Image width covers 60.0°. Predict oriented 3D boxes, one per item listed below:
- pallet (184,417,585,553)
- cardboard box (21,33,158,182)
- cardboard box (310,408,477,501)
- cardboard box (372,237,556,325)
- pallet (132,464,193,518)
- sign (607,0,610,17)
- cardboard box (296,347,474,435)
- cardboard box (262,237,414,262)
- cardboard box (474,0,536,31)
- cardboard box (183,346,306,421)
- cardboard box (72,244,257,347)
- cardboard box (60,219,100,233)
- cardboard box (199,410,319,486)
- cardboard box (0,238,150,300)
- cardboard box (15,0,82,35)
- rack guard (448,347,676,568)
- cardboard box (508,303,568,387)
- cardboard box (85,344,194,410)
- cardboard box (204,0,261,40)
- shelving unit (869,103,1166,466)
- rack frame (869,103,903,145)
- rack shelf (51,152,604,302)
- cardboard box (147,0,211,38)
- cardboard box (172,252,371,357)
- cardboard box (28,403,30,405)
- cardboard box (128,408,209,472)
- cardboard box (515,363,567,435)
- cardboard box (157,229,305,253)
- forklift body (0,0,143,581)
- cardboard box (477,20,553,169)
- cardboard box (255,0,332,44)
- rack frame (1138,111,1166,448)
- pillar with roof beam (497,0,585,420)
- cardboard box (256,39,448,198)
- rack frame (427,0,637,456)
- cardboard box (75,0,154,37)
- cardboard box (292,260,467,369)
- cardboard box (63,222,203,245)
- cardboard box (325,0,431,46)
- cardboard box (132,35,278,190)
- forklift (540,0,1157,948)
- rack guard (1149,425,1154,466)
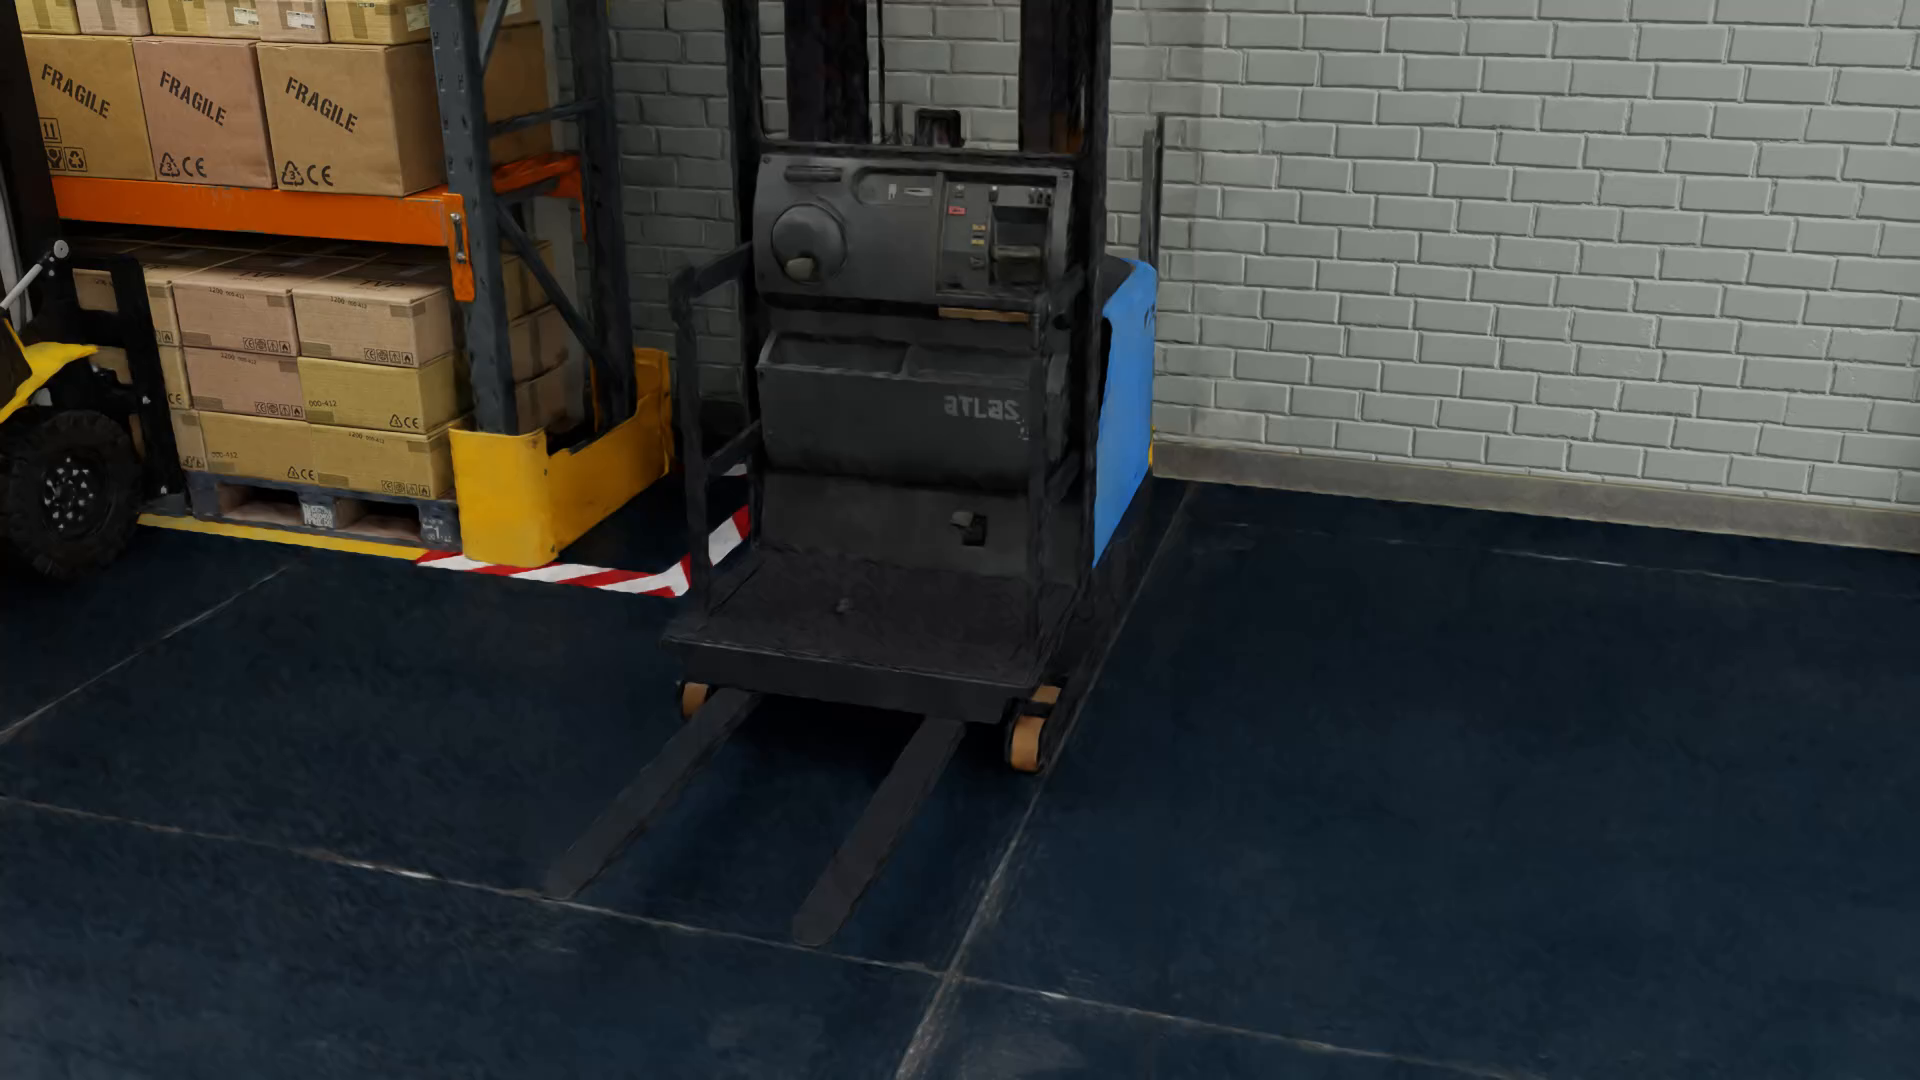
[{"bbox_3d":[-2.281,-0.294,6.708,1.213,0.211,1.003,7,23,16],"label":"pallet"},{"bbox_3d":[-3.069,-1.636,6.175,0.500,0.500,0.500,6,23,14],"label":"cardboard box"},{"bbox_3d":[-2.078,-0.374,6.299,0.500,0.250,0.500,7,23,16],"label":"cardboard box"},{"bbox_3d":[-1.942,-1.021,6.560,0.500,0.250,0.500,6,23,15],"label":"cardboard box"},{"bbox_3d":[-3.445,-0.428,7.036,1.213,0.211,1.003,7,23,15],"label":"pallet"},{"bbox_3d":[-1.371,-2.153,6.322,0.005,0.325,0.100,7,23,16],"label":"sign"},{"bbox_3d":[-2.093,-0.609,6.212,0.500,0.250,0.500,6,23,15],"label":"cardboard box"},{"bbox_3d":[-2.422,-1.075,6.690,0.500,0.250,0.500,7,23,16],"label":"cardboard box"},{"bbox_3d":[-1.787,-1.993,6.190,0.250,0.149,0.380,6,23,14],"label":"cardboard box"},{"bbox_3d":[-2.570,-0.667,6.356,0.500,0.250,0.500,6,23,15],"label":"cardboard box"},{"bbox_3d":[-3.044,-0.943,6.368,0.500,0.250,0.500,7,23,16],"label":"cardboard box"},{"bbox_3d":[-3.870,-1.244,7.104,0.500,0.250,0.500,7,23,16],"label":"cardboard box"},{"bbox_3d":[-2.551,-0.432,6.441,0.500,0.250,0.500,7,23,15],"label":"cardboard box"},{"bbox_3d":[-3.527,-1.001,6.510,0.500,0.250,0.500,6,23,14],"label":"cardboard box"},{"bbox_3d":[-3.185,-1.930,6.035,0.250,0.149,0.380,7,23,16],"label":"cardboard box"},{"bbox_3d":[-1.514,-0.356,6.480,0.348,0.500,1.175,7,23,16],"label":"rack guard"},{"bbox_3d":[-1.927,-0.796,6.668,0.500,0.250,0.500,7,23,16],"label":"cardboard box"},{"bbox_3d":[-3.071,-0.716,6.475,0.500,0.250,0.500,6,23,14],"label":"cardboard box"},{"bbox_3d":[-2.434,-1.866,5.880,0.250,0.149,0.380,7,23,17],"label":"cardboard box"},{"bbox_3d":[0.200,-0.864,6.399,1.083,1.500,0.587,5,23,11],"label":"shelving unit"},{"bbox_3d":[-0.289,-0.903,6.494,0.032,1.500,0.500,5,23,11],"label":"rack frame"},{"bbox_3d":[-3.452,-1.402,6.683,4.000,0.370,1.077,7,23,16],"label":"rack shelf"},{"bbox_3d":[-2.668,-1.897,5.956,0.250,0.149,0.380,6,23,15],"label":"cardboard box"},{"bbox_3d":[-2.558,-0.891,6.242,0.500,0.250,0.500,7,23,16],"label":"cardboard box"},{"bbox_3d":[-3.531,-0.539,6.701,0.500,0.250,0.500,7,23,17],"label":"cardboard box"},{"bbox_3d":[-3.028,-0.490,6.582,0.500,0.250,0.500,7,23,16],"label":"cardboard box"},{"bbox_3d":[-1.951,-0.562,6.758,0.500,0.250,0.500,7,23,16],"label":"cardboard box"},{"bbox_3d":[-2.897,-1.134,6.834,0.500,0.250,0.500,6,23,15],"label":"cardboard box"},{"bbox_3d":[-3.879,-0.668,5.064,1.214,2.155,2.313,7,23,16],"label":"forklift body"},{"bbox_3d":[-1.931,-1.717,6.371,0.500,0.500,0.500,7,23,17],"label":"cardboard box"},{"bbox_3d":[-2.203,-1.815,5.756,0.250,0.149,0.380,7,23,16],"label":"cardboard box"},{"bbox_3d":[0.706,-0.823,6.301,0.032,1.500,0.500,5,23,11],"label":"rack frame"},{"bbox_3d":[-3.187,-3.131,2.044,0.400,9.000,9.100,7,23,16],"label":"pillar with roof beam"},{"bbox_3d":[-2.084,-1.520,5.892,0.500,0.500,0.500,6,23,14],"label":"cardboard box"},{"bbox_3d":[-1.537,-1.515,6.012,0.127,3.000,1.000,7,23,16],"label":"rack frame"},{"bbox_3d":[-2.937,-1.909,5.985,0.250,0.149,0.380,6,23,14],"label":"cardboard box"},{"bbox_3d":[-2.068,-0.837,6.111,0.500,0.250,0.500,7,23,17],"label":"cardboard box"},{"bbox_3d":[-3.386,-1.192,6.977,0.500,0.250,0.500,6,23,14],"label":"cardboard box"},{"bbox_3d":[-1.950,-1.798,5.714,0.250,0.149,0.380,7,23,16],"label":"cardboard box"},{"bbox_3d":[-2.578,-1.580,6.038,0.500,0.500,0.500,7,23,17],"label":"cardboard box"},{"bbox_3d":[-0.199,-0.866,4.519,1.130,2.935,3.031,6,23,15],"label":"forklift"},{"bbox_3d":[0.687,-0.247,6.542,0.087,0.250,0.587,5,23,11],"label":"rack guard"}]
